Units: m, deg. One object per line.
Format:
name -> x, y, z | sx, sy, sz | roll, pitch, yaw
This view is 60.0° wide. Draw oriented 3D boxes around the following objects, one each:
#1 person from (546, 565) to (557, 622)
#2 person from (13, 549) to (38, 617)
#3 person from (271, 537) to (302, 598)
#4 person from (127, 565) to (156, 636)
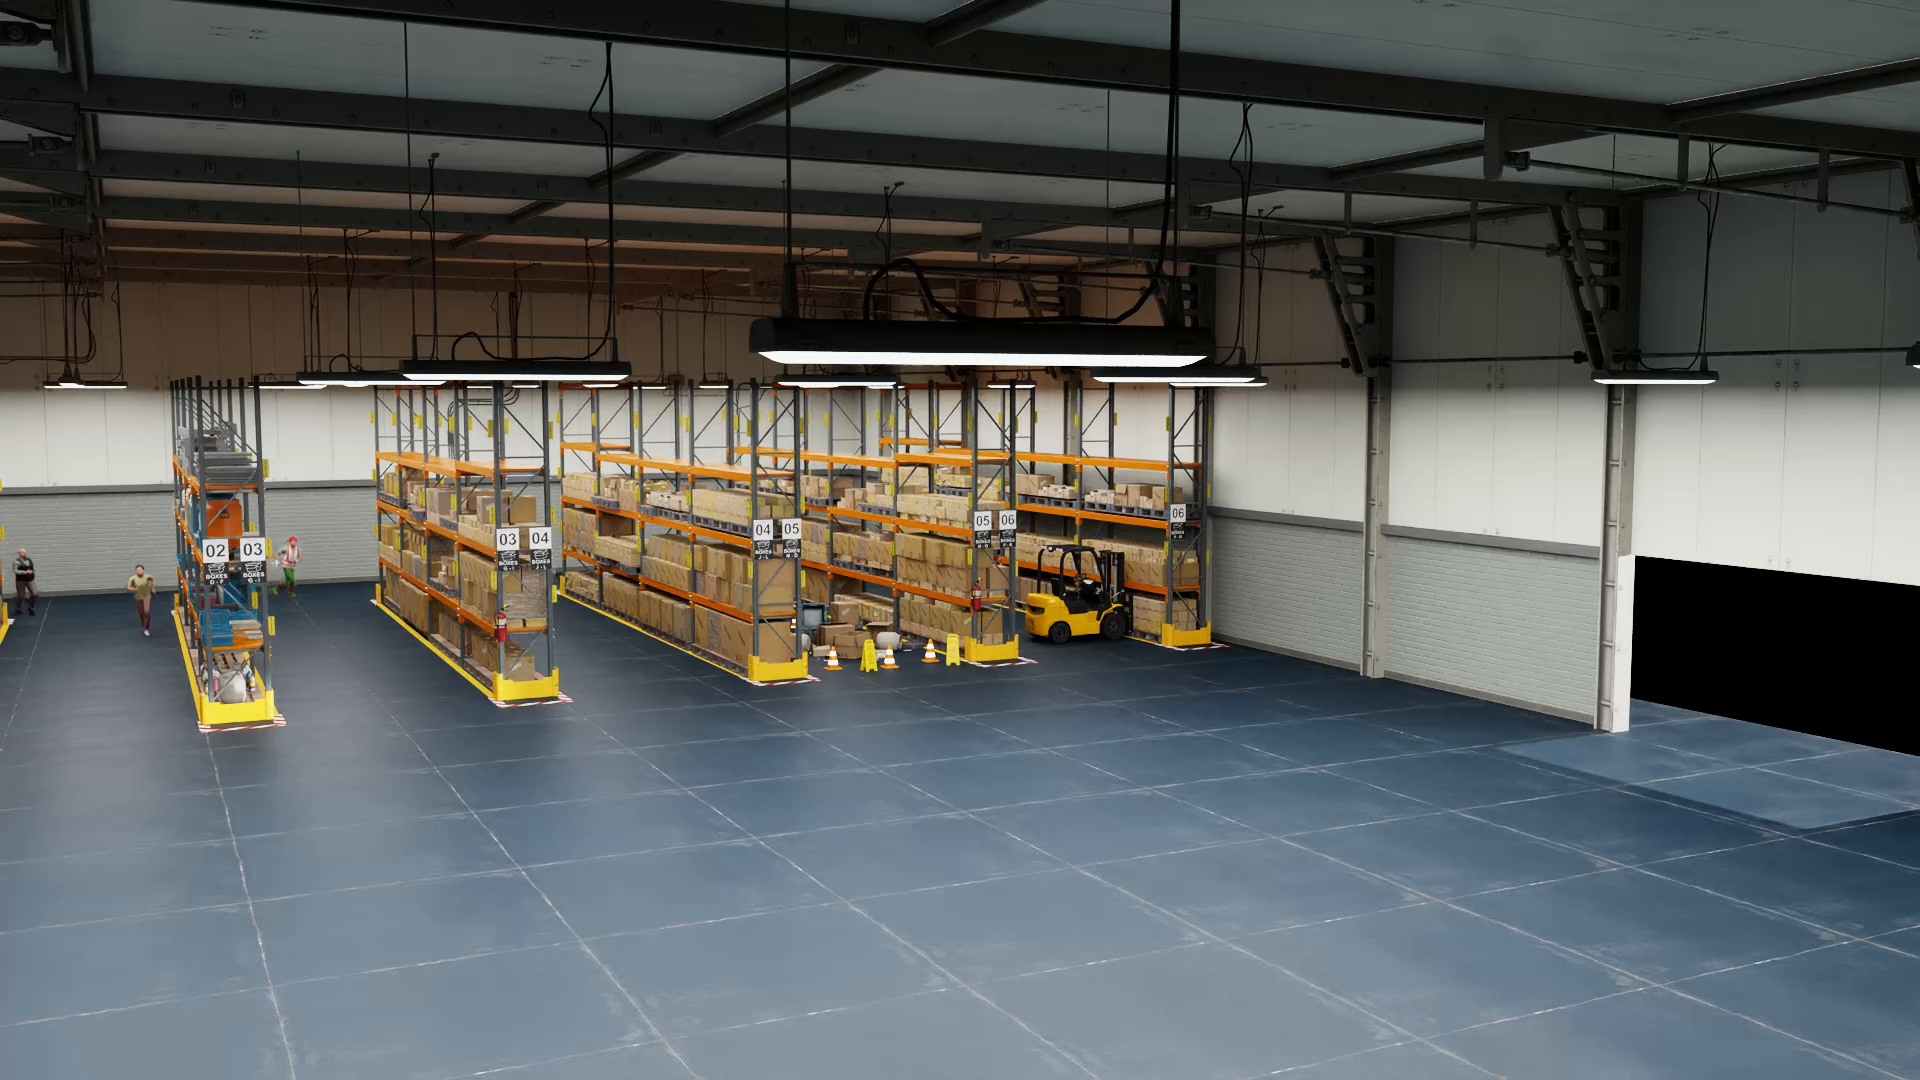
person -> -10.434, 1.194, 41.759 | 0.582, 1.663, 0.917 | -4, 6, -36
person -> -23.880, 1.096, 42.451 | 0.763, 1.767, 0.605 | 4, 6, 35
person -> -18.781, 0.768, 46.381 | 0.699, 1.726, 0.793 | 2, 6, 23
person -> -19.392, 1.399, 39.435 | 0.577, 1.661, 0.929 | -2, 5, -19
